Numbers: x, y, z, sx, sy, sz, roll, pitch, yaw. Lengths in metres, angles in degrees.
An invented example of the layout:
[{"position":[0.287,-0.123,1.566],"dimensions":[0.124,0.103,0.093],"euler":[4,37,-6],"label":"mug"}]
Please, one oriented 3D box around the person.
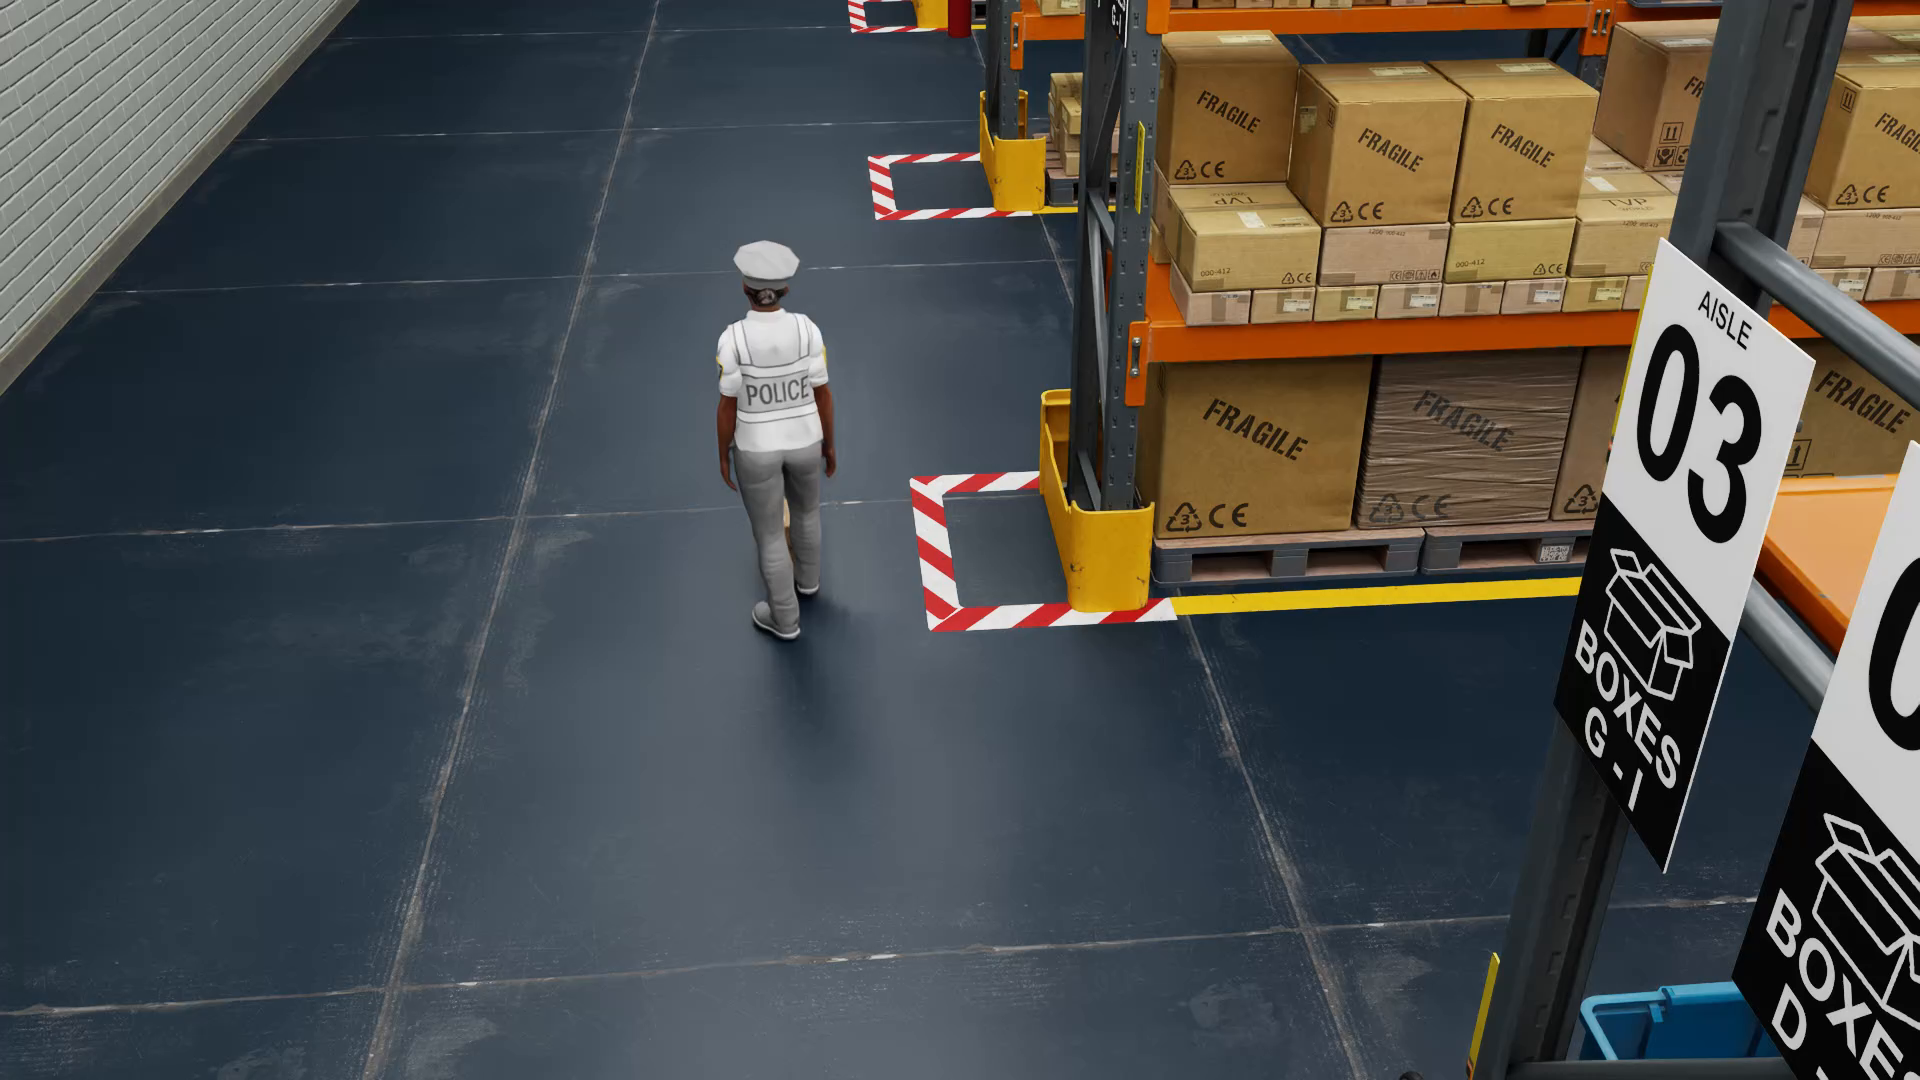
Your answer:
[{"position":[-0.775,-0.427,6.808],"dimensions":[0.487,1.665,0.582],"euler":[-12,33,-19],"label":"person"}]
